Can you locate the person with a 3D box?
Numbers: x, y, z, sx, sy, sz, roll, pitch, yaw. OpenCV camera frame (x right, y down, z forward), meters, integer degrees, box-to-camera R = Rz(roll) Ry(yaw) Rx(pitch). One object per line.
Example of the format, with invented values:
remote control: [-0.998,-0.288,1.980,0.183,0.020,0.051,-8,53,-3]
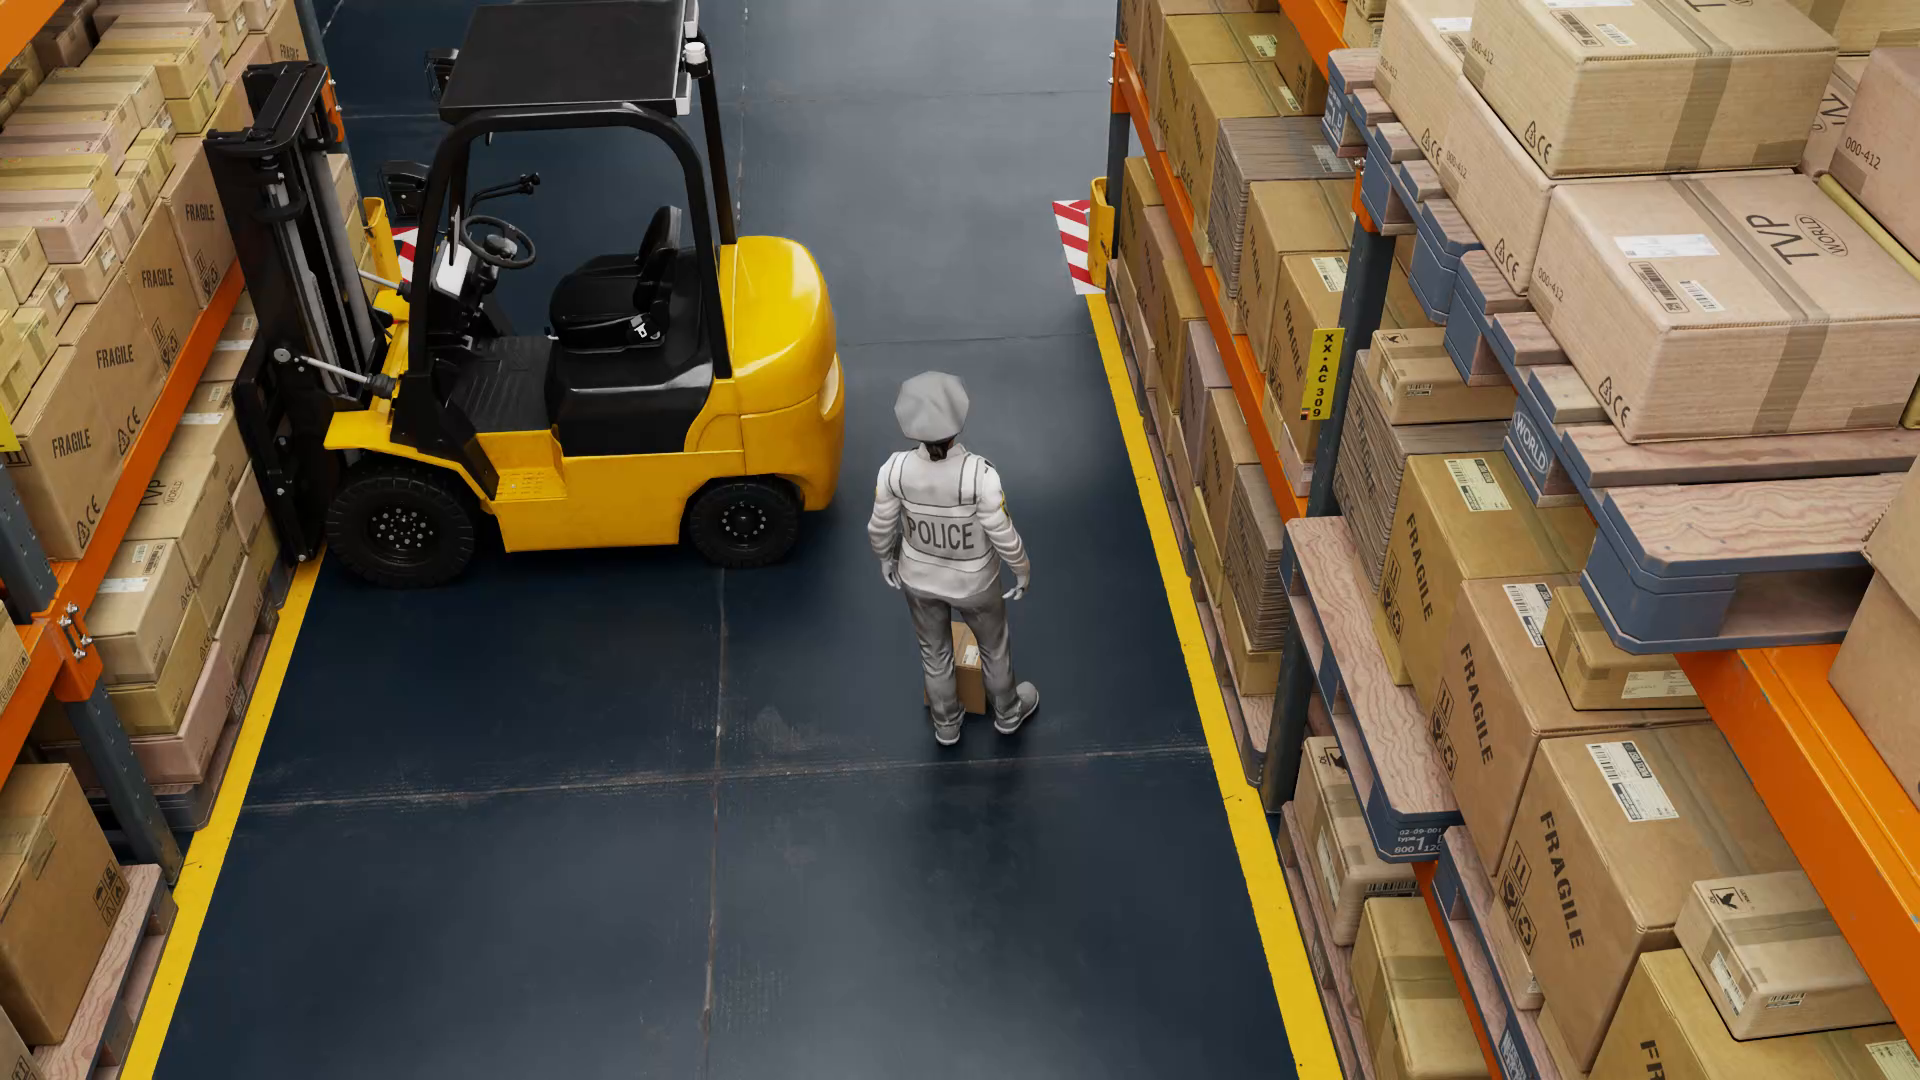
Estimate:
person: [-0.017,0.074,6.024,0.586,1.695,0.532,9,40,11]
